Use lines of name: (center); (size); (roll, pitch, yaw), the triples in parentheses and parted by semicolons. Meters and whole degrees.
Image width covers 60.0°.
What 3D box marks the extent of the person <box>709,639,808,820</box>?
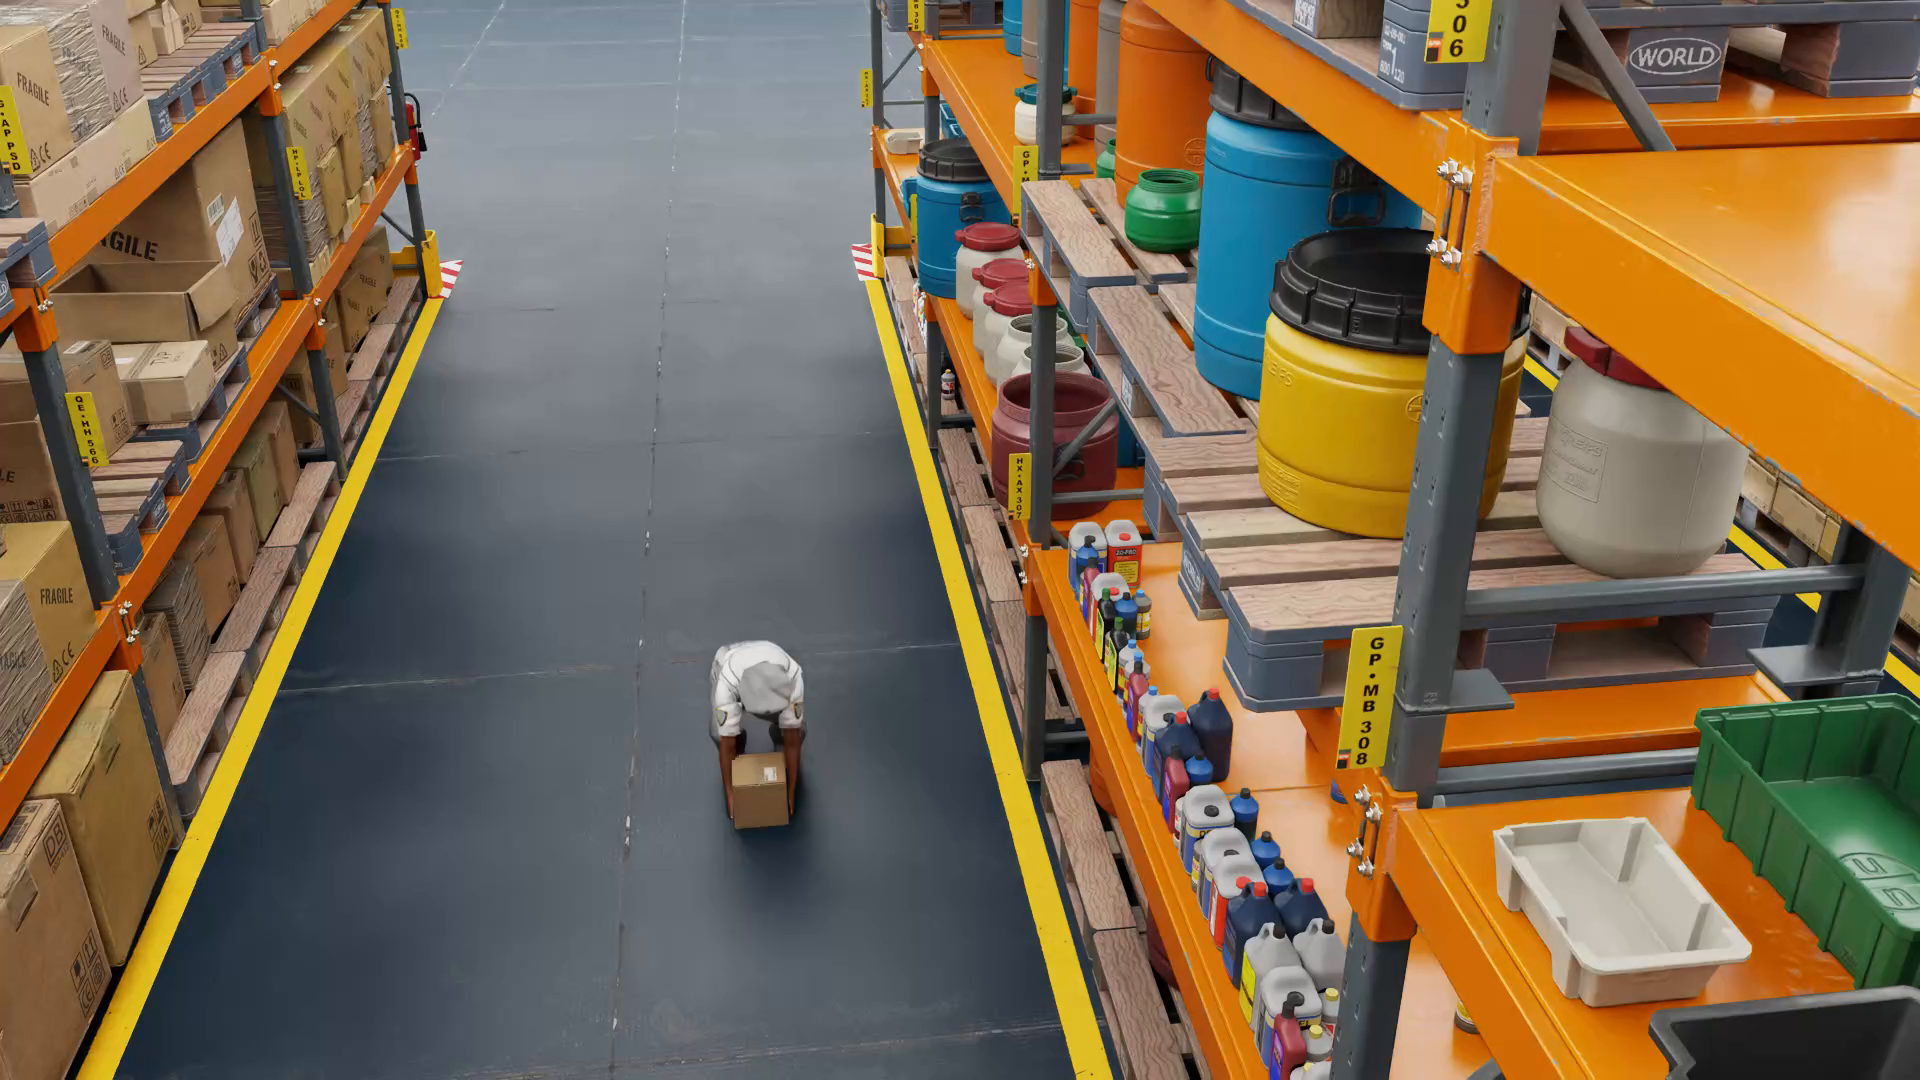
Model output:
person: (-0.981, 0.820, 8.033); (0.471, 0.846, 0.883); (-4, 28, -7)
